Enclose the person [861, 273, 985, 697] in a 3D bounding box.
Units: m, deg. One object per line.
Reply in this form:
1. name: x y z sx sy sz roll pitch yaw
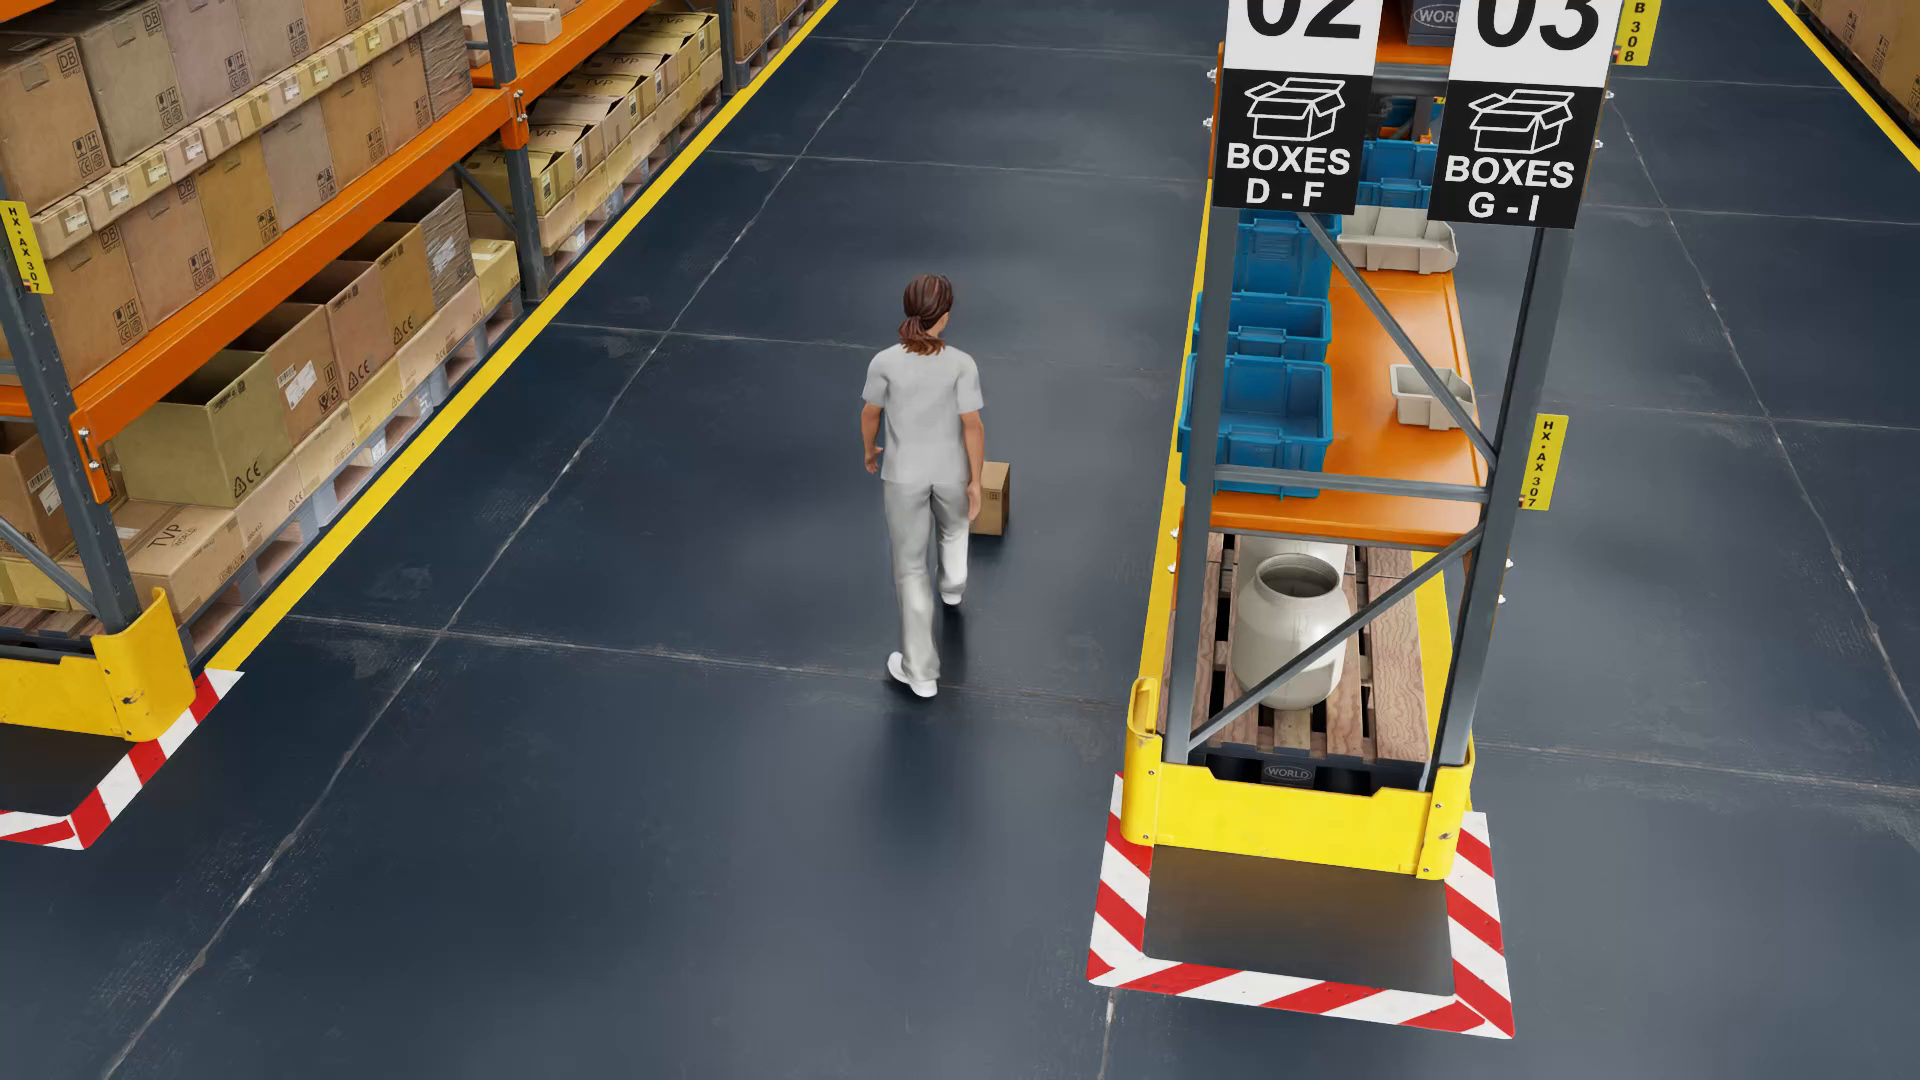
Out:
1. person: -0.150 -0.290 6.587 0.455 1.622 0.925 -6 33 -9
